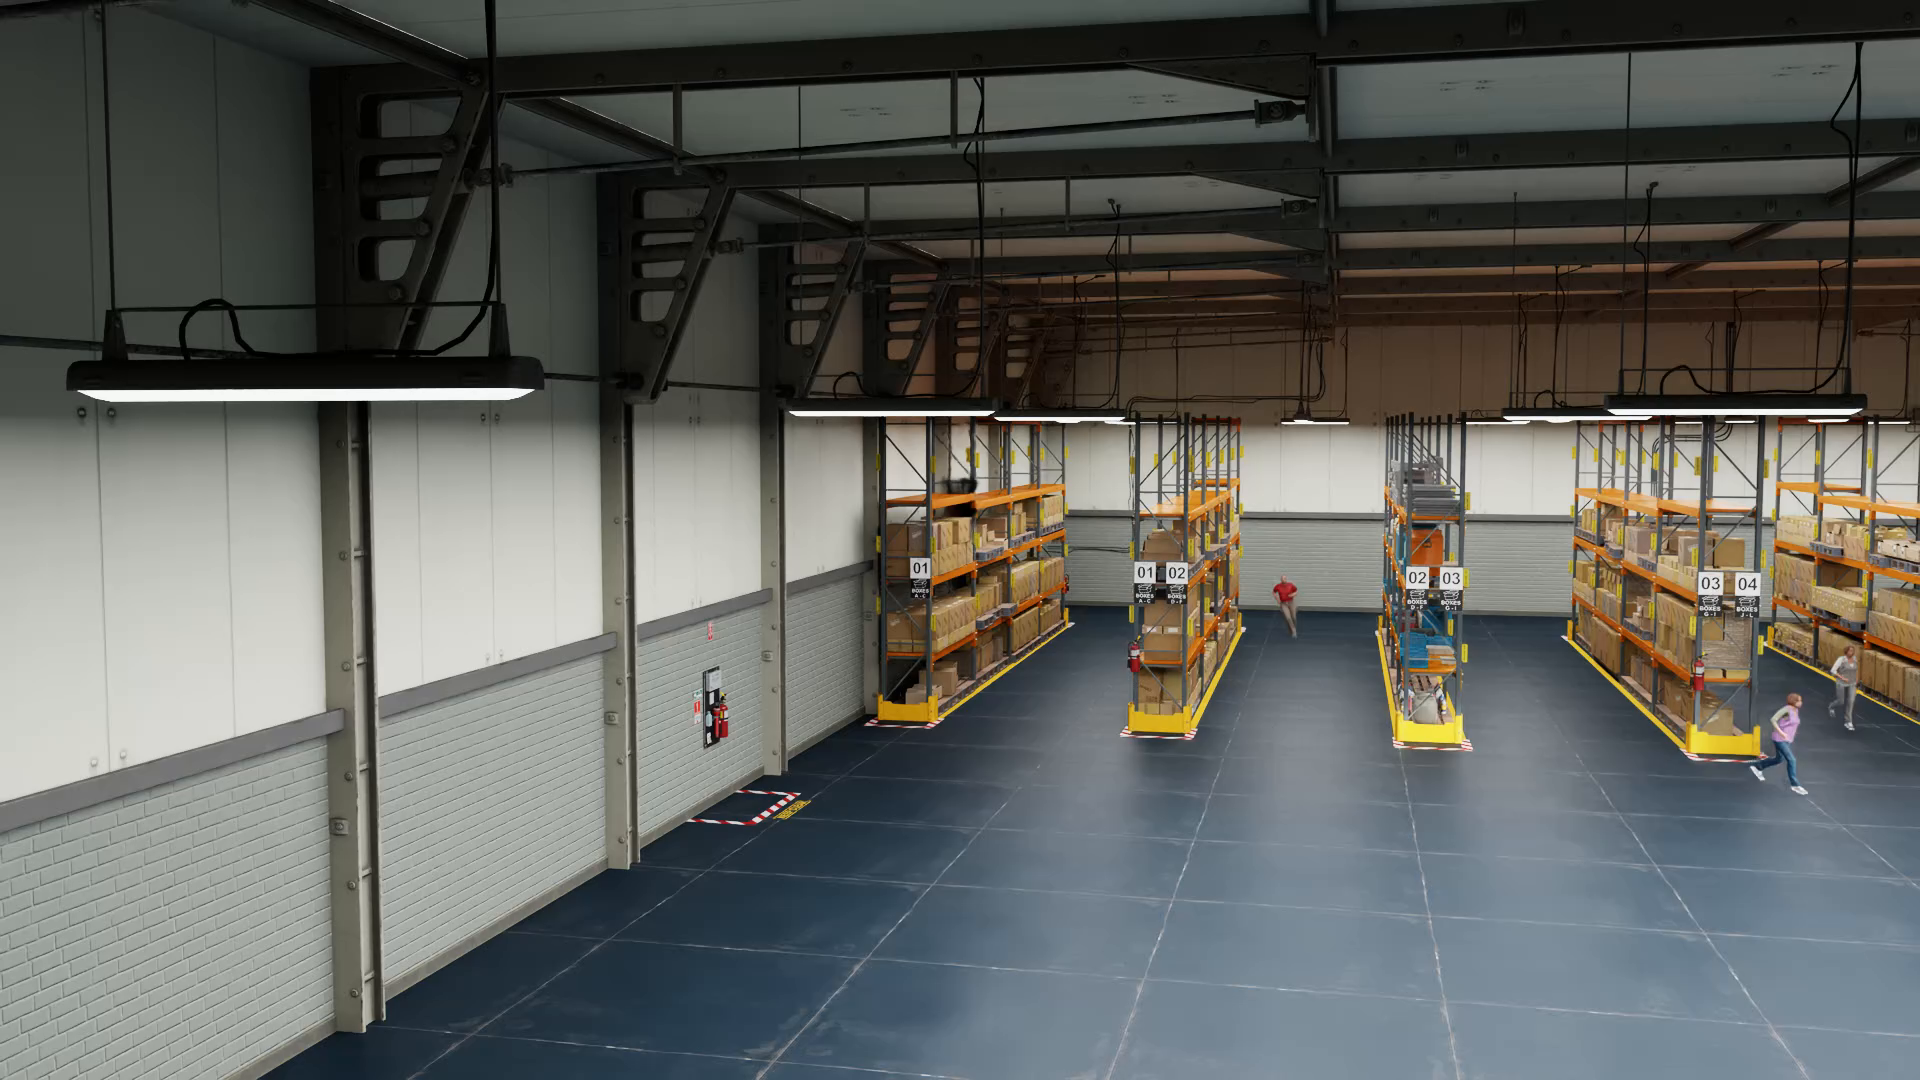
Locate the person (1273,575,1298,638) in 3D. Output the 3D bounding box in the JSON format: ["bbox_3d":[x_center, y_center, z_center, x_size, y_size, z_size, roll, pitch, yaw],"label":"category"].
[{"bbox_3d":[8.936,1.797,45.571,0.678,1.710,0.951,0,4,3],"label":"person"}]

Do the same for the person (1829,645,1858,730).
[{"bbox_3d":[16.935,2.785,31.832,0.566,1.588,0.874,0,4,-2],"label":"person"}]

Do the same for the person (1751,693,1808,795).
[{"bbox_3d":[12.905,3.166,26.197,0.544,1.573,0.922,-3,5,-36],"label":"person"}]
